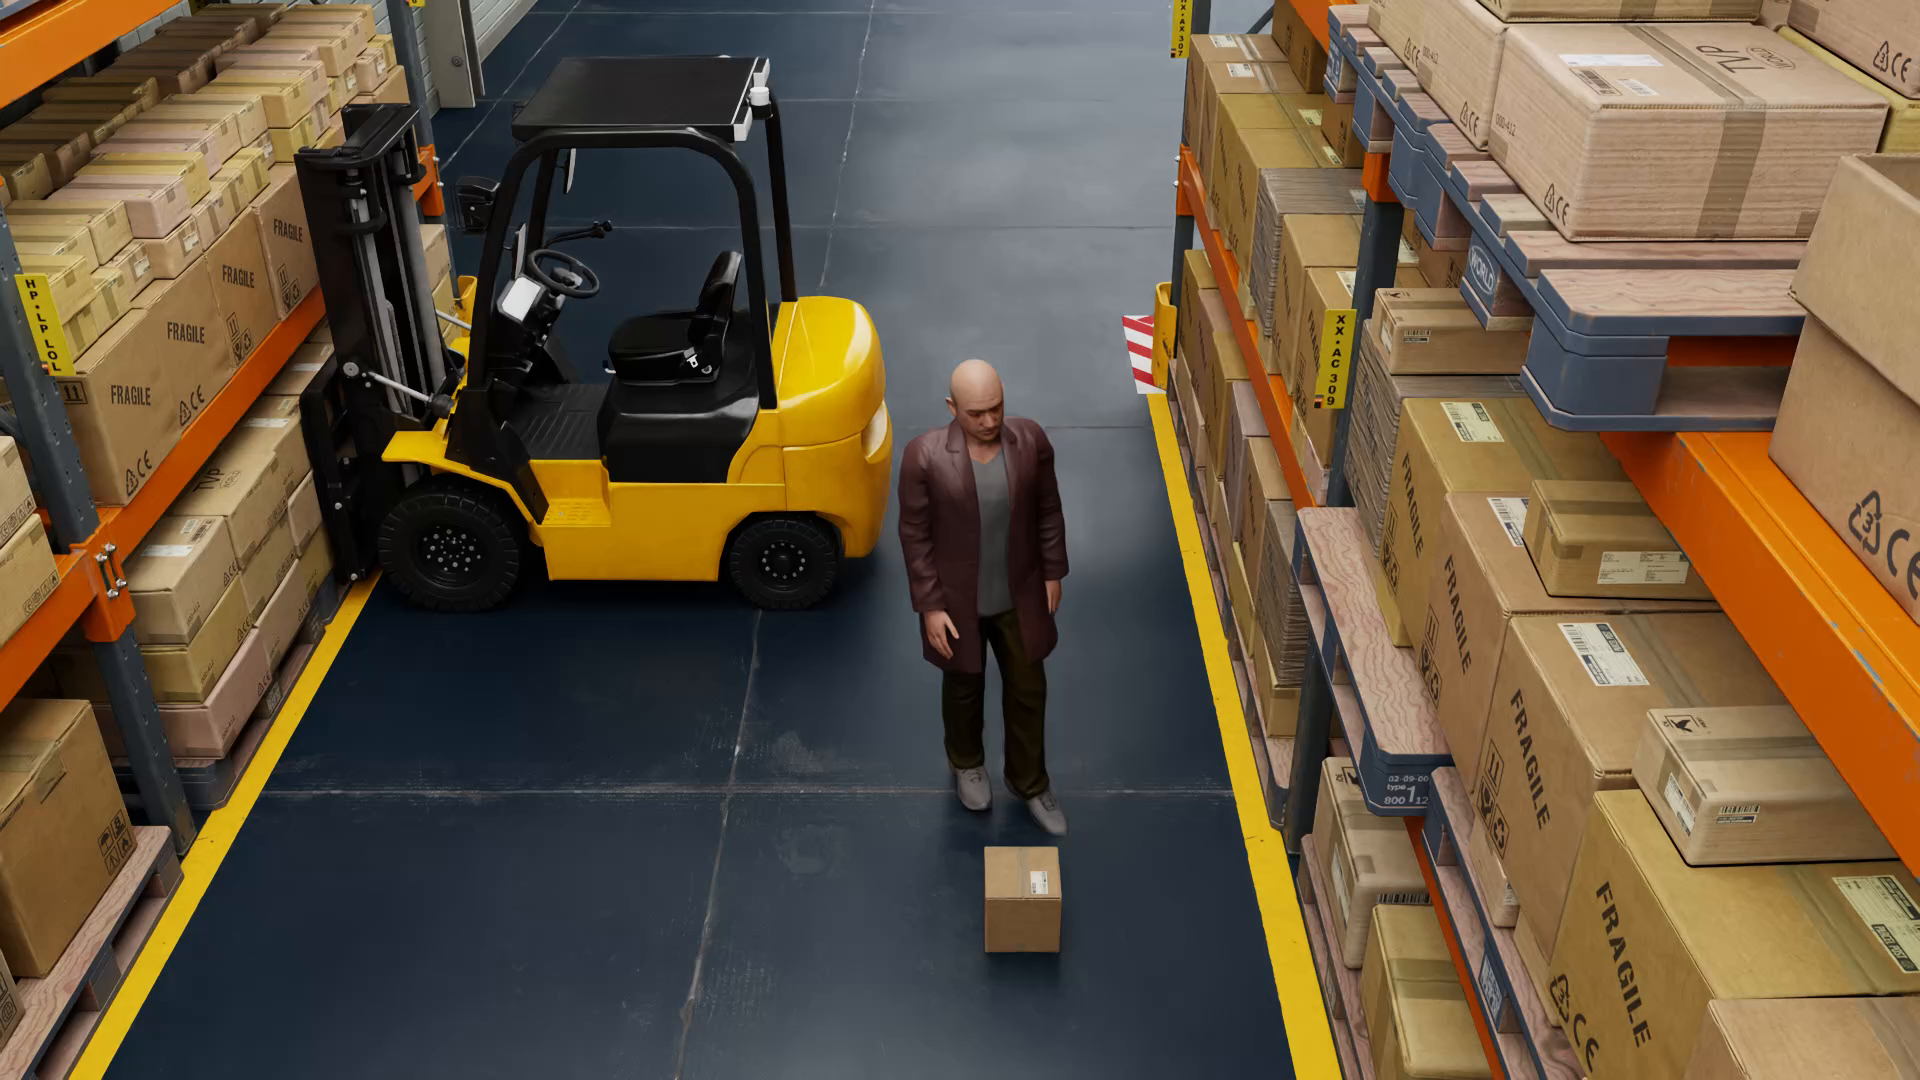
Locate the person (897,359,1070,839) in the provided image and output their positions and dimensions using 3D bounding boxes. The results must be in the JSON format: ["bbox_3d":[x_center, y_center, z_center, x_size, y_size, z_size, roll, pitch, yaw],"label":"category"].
[{"bbox_3d":[0.106,0.222,5.779,0.614,1.814,0.545,-8,32,-13],"label":"person"}]
